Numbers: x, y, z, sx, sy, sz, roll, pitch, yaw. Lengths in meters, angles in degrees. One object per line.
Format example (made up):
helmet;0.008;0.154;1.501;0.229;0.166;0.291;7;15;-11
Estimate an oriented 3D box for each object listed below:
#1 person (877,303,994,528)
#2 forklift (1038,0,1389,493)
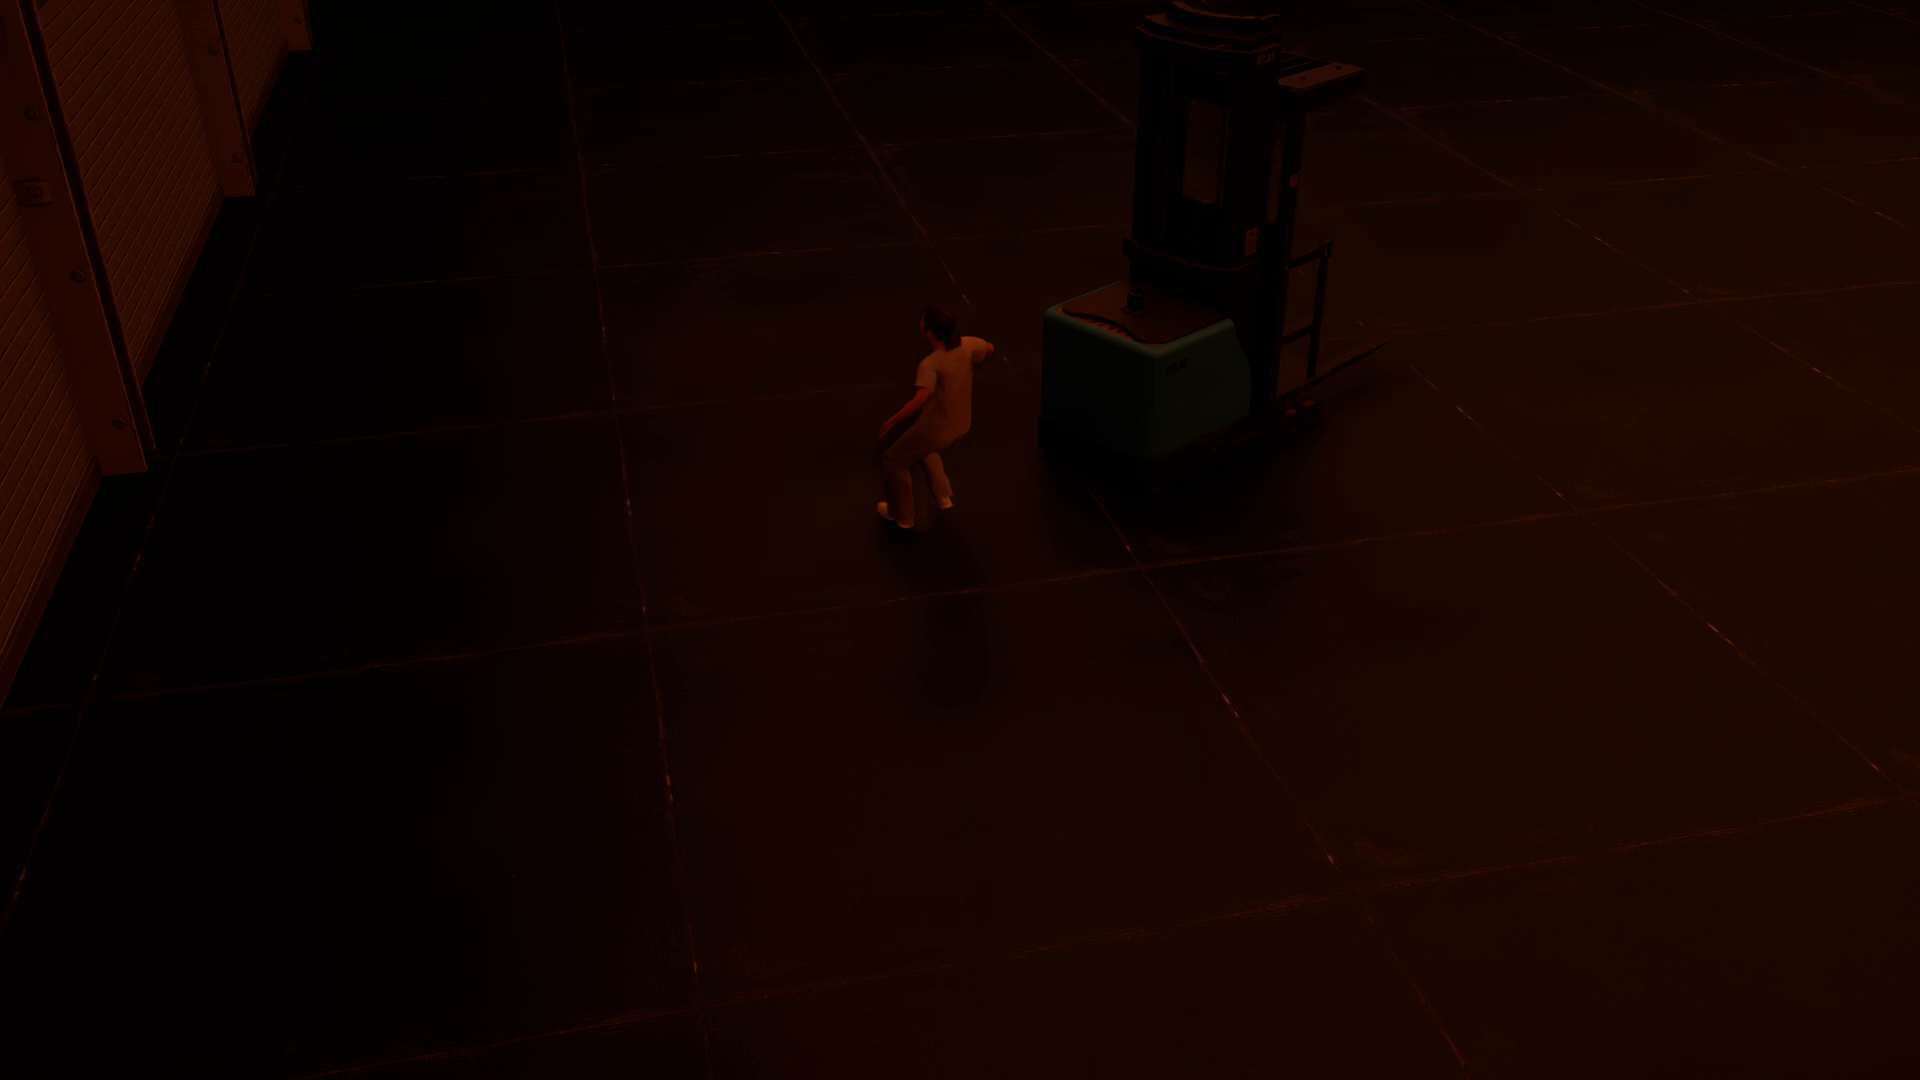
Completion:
person;-0.247;-0.760;10.257;0.681;1.564;0.901;24;38;35
forklift;1.952;-2.204;11.381;3.031;2.935;1.130;-26;39;-37
